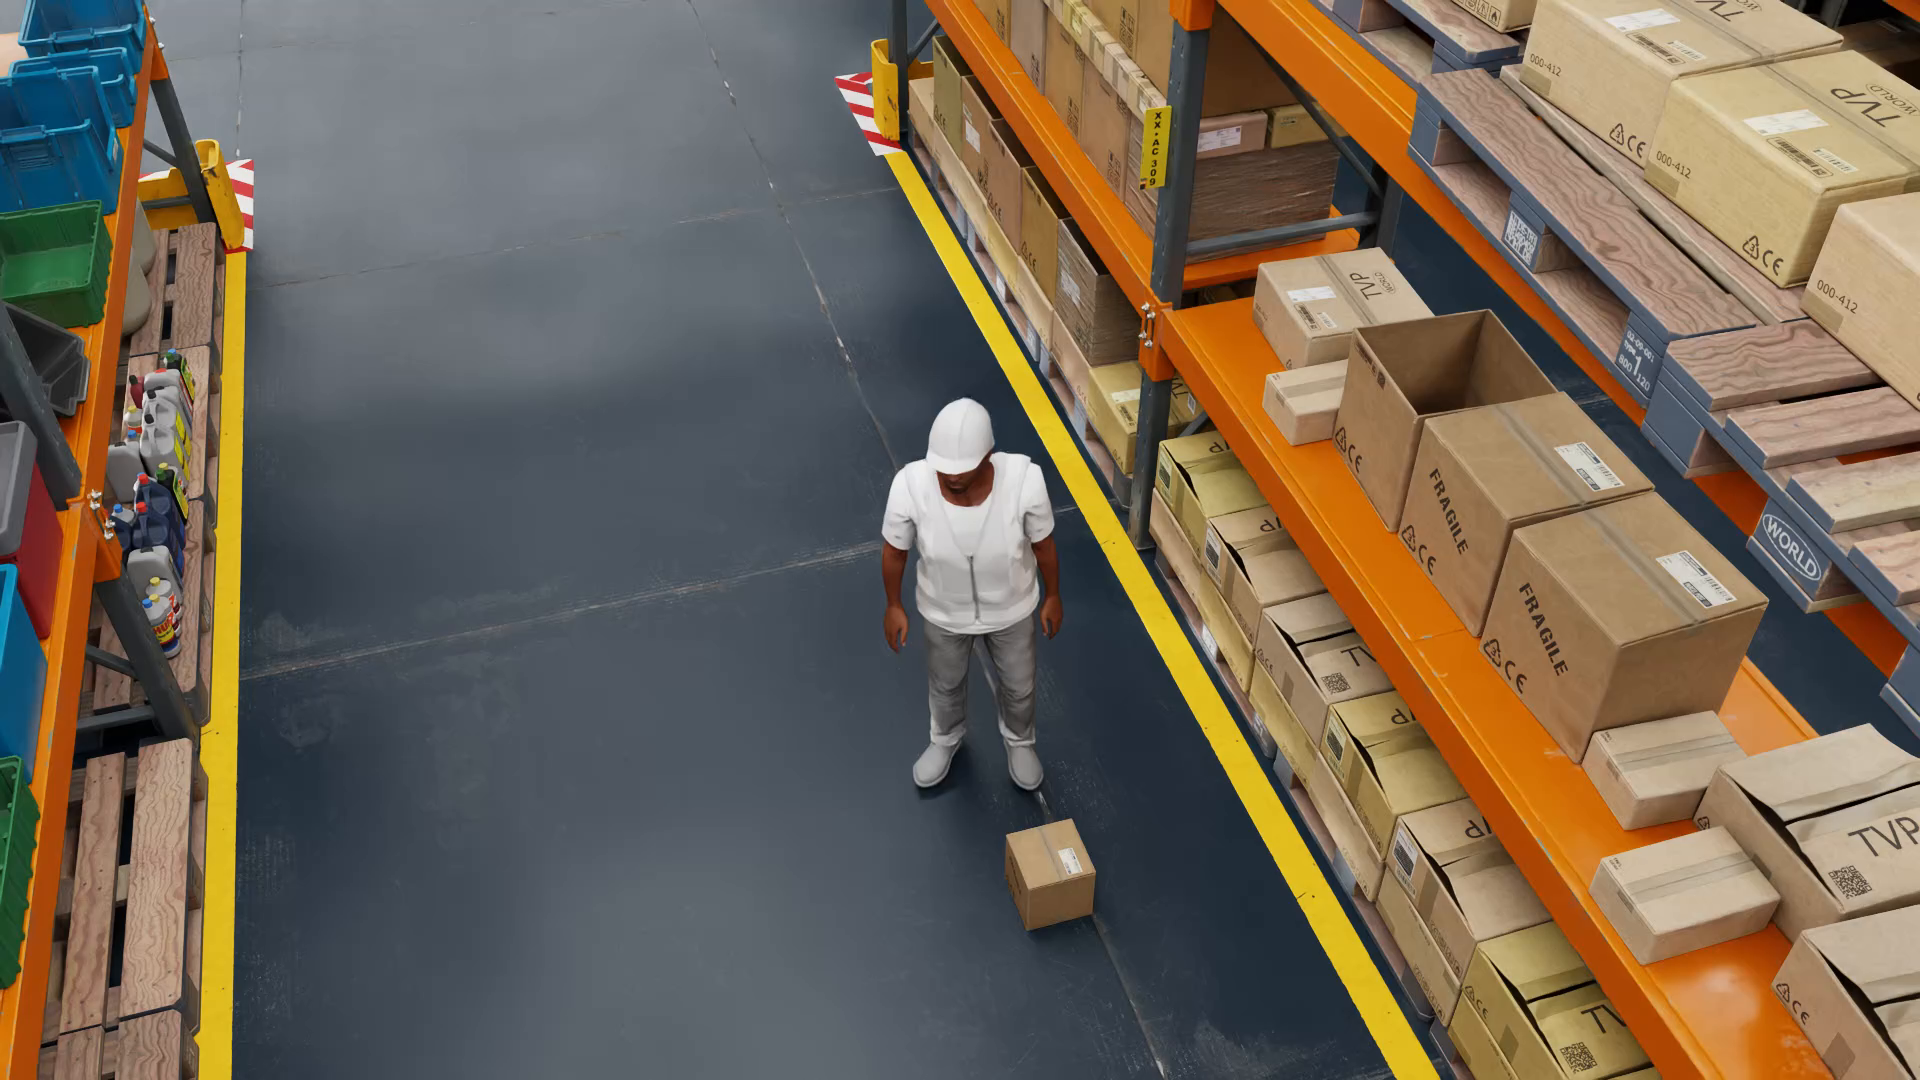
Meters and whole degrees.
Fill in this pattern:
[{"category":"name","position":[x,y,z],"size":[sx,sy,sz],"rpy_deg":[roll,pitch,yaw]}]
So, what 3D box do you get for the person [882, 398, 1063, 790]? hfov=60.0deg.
[{"category":"person","position":[0.047,0.225,5.850],"size":[0.642,1.768,0.379],"rpy_deg":[-1,42,-1]}]
